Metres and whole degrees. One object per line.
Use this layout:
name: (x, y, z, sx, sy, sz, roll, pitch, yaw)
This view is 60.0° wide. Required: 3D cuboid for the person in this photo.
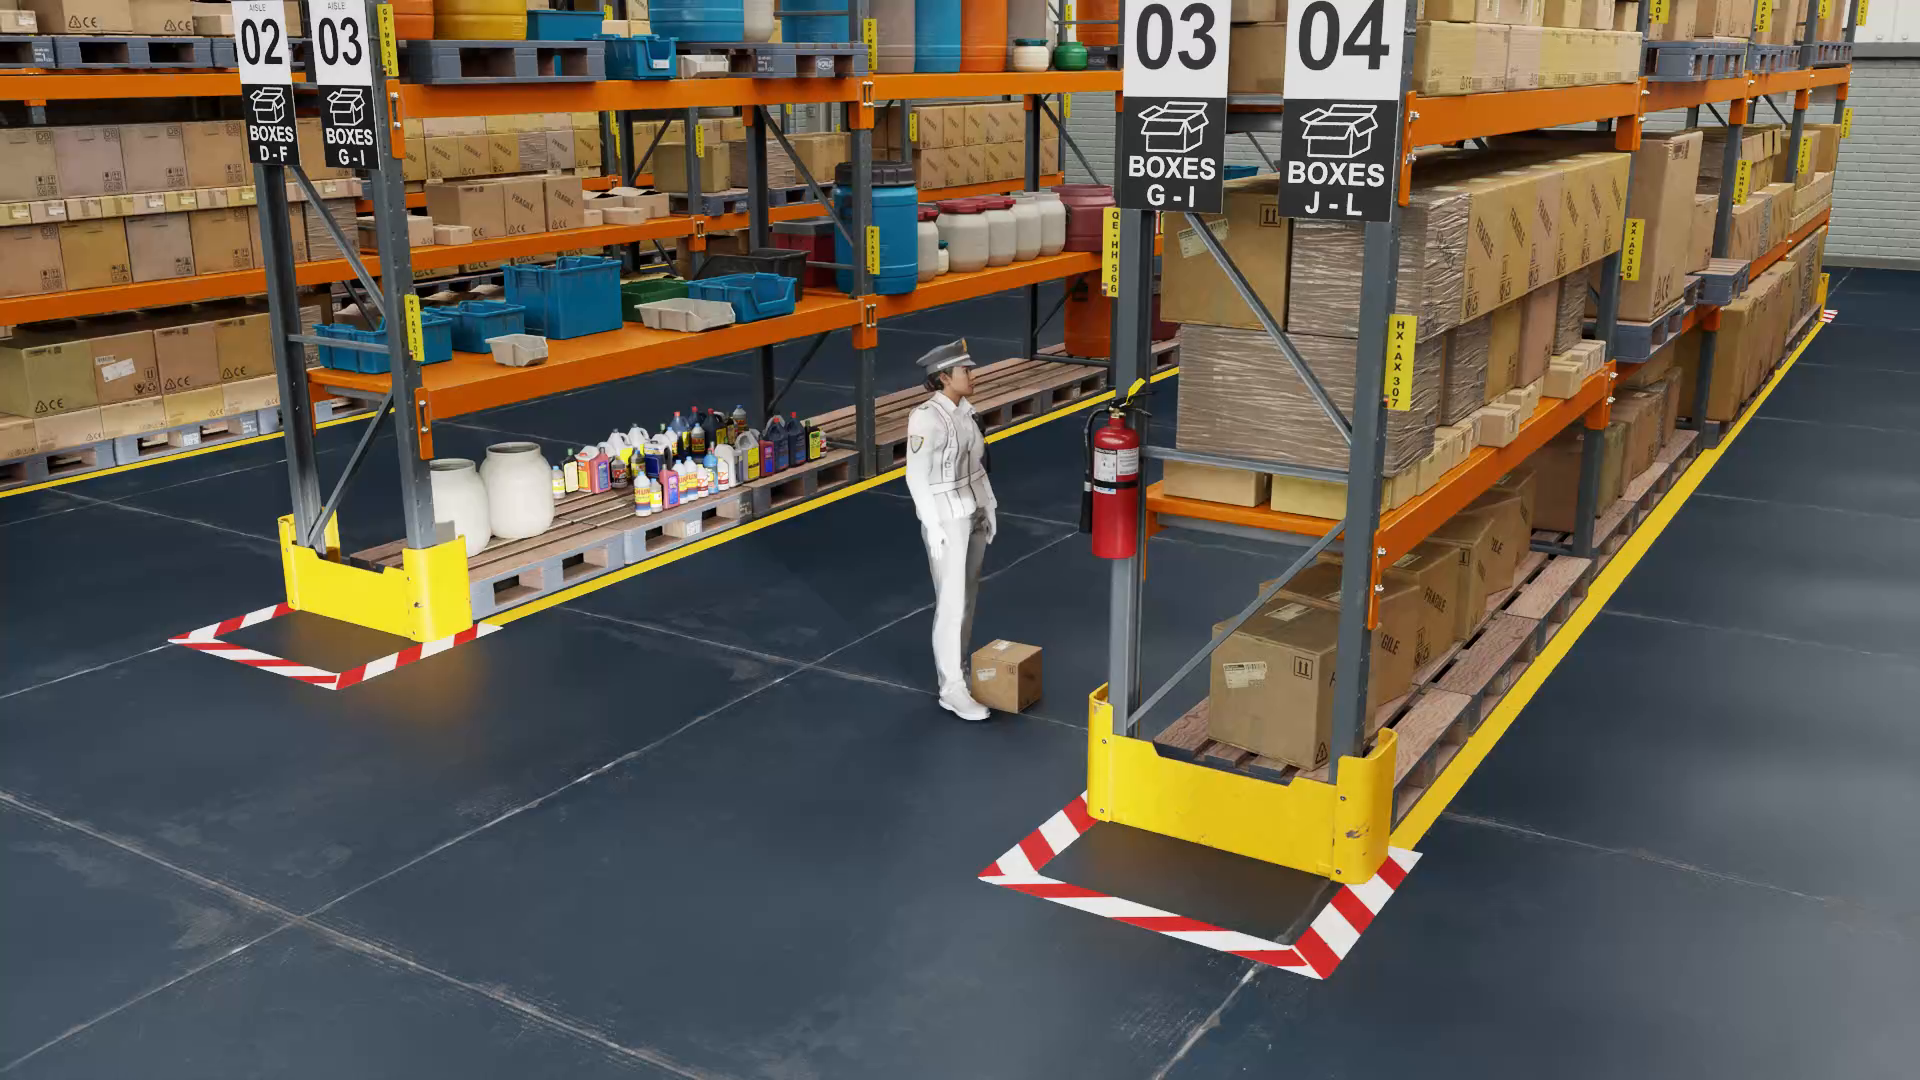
person: (0.030, -0.083, 7.726, 0.532, 1.694, 0.586, 10, 19, 30)
